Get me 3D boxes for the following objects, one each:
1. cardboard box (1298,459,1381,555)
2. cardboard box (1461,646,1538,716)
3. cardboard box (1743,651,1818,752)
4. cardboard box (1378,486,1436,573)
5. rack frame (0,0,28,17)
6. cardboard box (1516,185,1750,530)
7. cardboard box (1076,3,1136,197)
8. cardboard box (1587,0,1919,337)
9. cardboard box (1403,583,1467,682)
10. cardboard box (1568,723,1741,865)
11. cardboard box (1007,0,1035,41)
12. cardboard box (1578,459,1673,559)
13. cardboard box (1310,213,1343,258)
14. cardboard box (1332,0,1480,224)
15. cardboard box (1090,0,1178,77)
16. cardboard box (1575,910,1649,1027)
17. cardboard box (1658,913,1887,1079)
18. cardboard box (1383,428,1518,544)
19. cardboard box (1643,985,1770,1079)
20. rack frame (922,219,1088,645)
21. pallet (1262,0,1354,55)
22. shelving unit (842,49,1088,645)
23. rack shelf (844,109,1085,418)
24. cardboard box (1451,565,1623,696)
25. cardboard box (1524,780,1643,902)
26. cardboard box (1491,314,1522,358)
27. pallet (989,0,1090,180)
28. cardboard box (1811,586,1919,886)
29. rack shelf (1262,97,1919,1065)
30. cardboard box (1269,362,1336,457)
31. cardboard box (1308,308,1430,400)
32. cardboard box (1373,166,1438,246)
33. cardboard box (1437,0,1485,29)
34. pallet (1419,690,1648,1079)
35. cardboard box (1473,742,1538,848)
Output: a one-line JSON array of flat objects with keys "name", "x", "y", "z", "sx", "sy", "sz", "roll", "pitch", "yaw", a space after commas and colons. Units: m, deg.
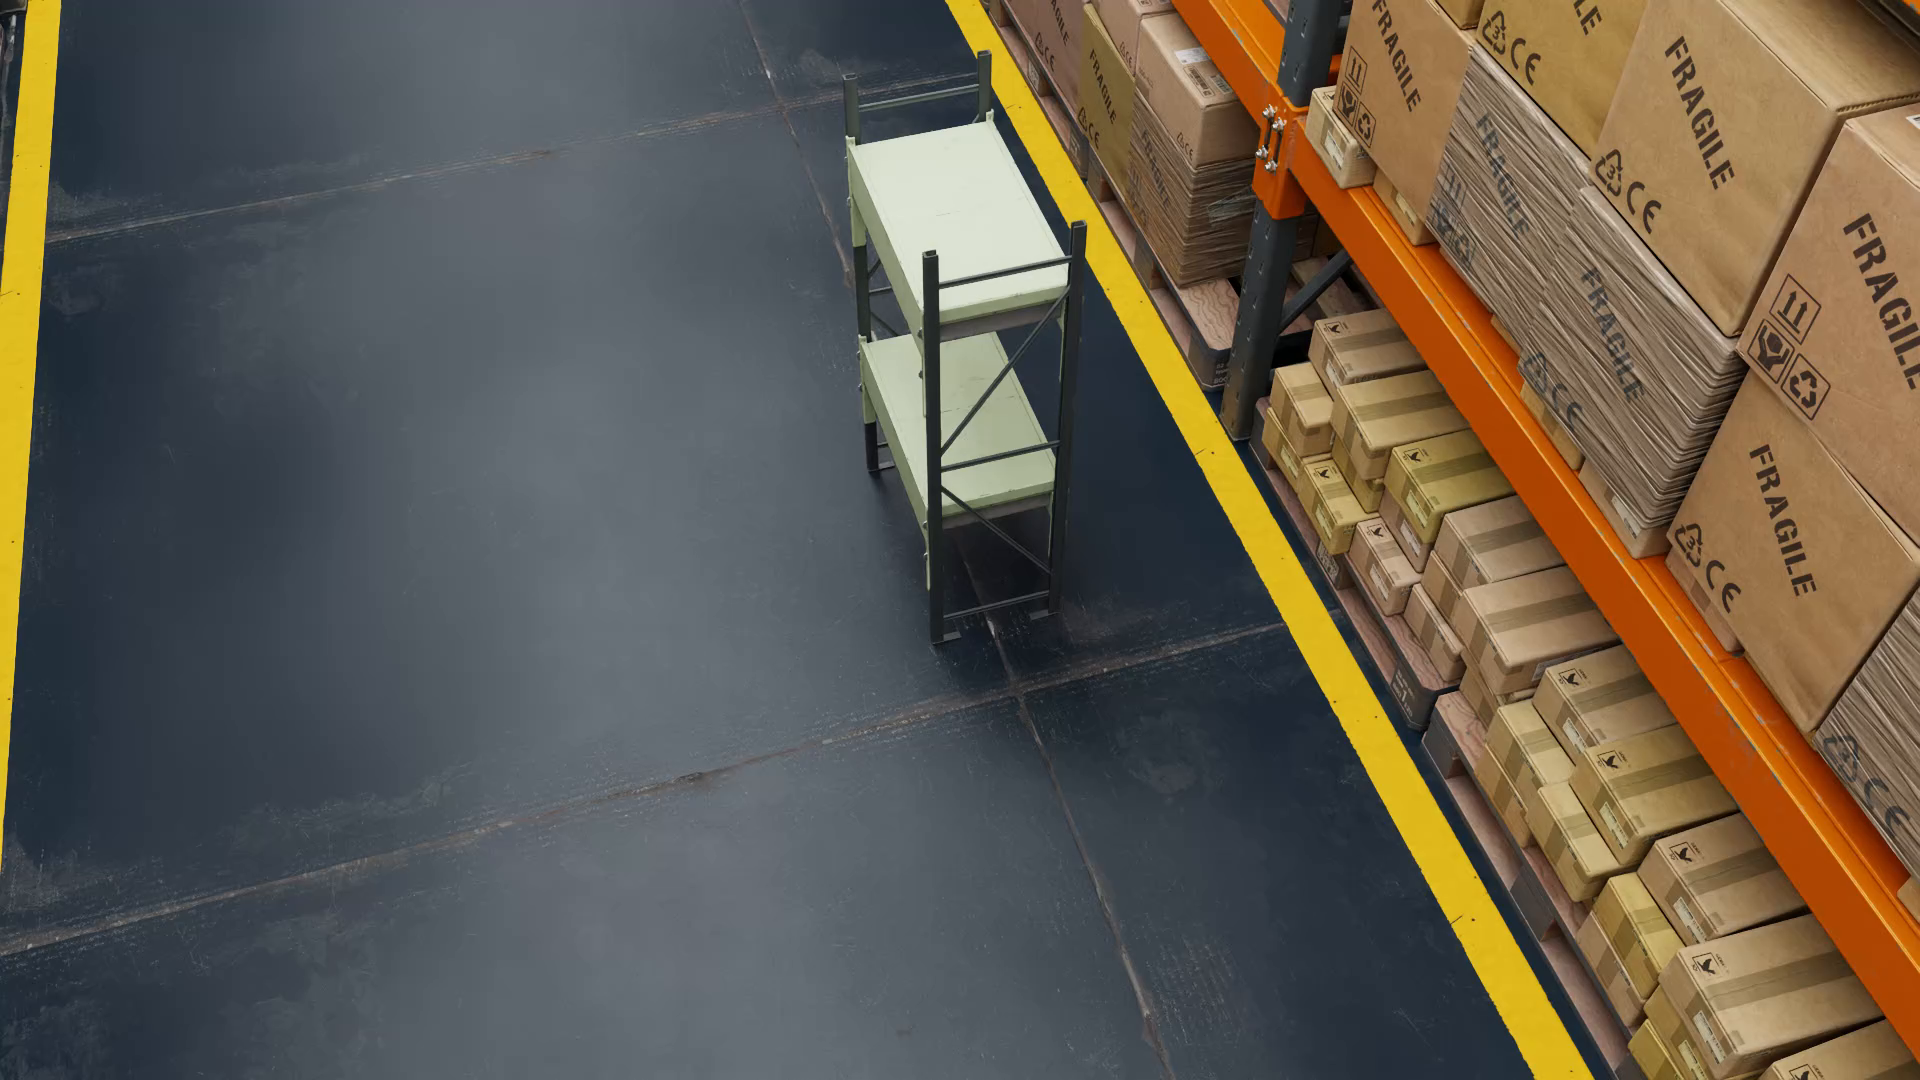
[{"name": "cardboard box", "x": 1.245, "y": -0.127, "z": 4.985, "sx": 0.380, "sy": 0.149, "sz": 0.250, "roll": -12, "pitch": 51, "yaw": -10}, {"name": "cardboard box", "x": 1.570, "y": 0.319, "z": 4.414, "sx": 0.380, "sy": 0.149, "sz": 0.250, "roll": -11, "pitch": 51, "yaw": -9}, {"name": "cardboard box", "x": 1.791, "y": 0.234, "z": 3.255, "sx": 0.380, "sy": 0.149, "sz": 0.250, "roll": -13, "pitch": 51, "yaw": -10}, {"name": "cardboard box", "x": 1.434, "y": -0.085, "z": 4.755, "sx": 0.380, "sy": 0.149, "sz": 0.250, "roll": -14, "pitch": 51, "yaw": -11}, {"name": "rack frame", "x": -4.516, "y": -3.172, "z": 5.962, "sx": 1.000, "sy": 3.000, "sz": 0.127, "roll": -13, "pitch": 51, "yaw": -11}, {"name": "cardboard box", "x": 1.539, "y": -0.417, "z": 3.380, "sx": 0.500, "sy": 0.500, "sz": 0.500, "roll": -14, "pitch": 51, "yaw": -12}, {"name": "cardboard box", "x": 0.755, "y": -1.632, "z": 6.024, "sx": 0.500, "sy": 0.500, "sz": 0.500, "roll": -14, "pitch": 51, "yaw": -12}, {"name": "cardboard box", "x": 1.554, "y": -0.759, "z": 3.014, "sx": 0.500, "sy": 0.500, "sz": 0.500, "roll": -13, "pitch": 51, "yaw": -10}, {"name": "cardboard box", "x": 1.491, "y": 0.217, "z": 4.695, "sx": 0.380, "sy": 0.149, "sz": 0.250, "roll": -14, "pitch": 51, "yaw": -12}, {"name": "cardboard box", "x": 1.707, "y": 0.594, "z": 3.988, "sx": 0.380, "sy": 0.149, "sz": 0.250, "roll": -13, "pitch": 51, "yaw": -11}, {"name": "cardboard box", "x": 0.457, "y": -2.380, "z": 6.655, "sx": 0.500, "sy": 0.500, "sz": 0.500, "roll": -14, "pitch": 51, "yaw": -12}, {"name": "cardboard box", "x": 1.573, "y": -0.131, "z": 3.563, "sx": 0.380, "sy": 0.149, "sz": 0.250, "roll": -11, "pitch": 51, "yaw": -9}, {"name": "cardboard box", "x": 1.401, "y": -1.373, "z": 5.806, "sx": 0.500, "sy": 0.500, "sz": 0.500, "roll": -12, "pitch": 51, "yaw": -10}, {"name": "cardboard box", "x": 1.271, "y": -1.153, "z": 4.000, "sx": 0.500, "sy": 0.500, "sz": 0.500, "roll": -14, "pitch": 51, "yaw": -12}, {"name": "cardboard box", "x": 0.765, "y": -1.880, "z": 5.743, "sx": 0.500, "sy": 0.250, "sz": 0.500, "roll": -11, "pitch": 51, "yaw": -9}, {"name": "cardboard box", "x": 1.743, "y": 0.993, "z": 4.041, "sx": 0.380, "sy": 0.149, "sz": 0.250, "roll": -12, "pitch": 51, "yaw": -10}, {"name": "cardboard box", "x": 1.784, "y": 0.996, "z": 3.649, "sx": 0.380, "sy": 0.149, "sz": 0.250, "roll": -12, "pitch": 51, "yaw": -10}, {"name": "cardboard box", "x": 1.416, "y": -0.165, "z": 4.628, "sx": 0.380, "sy": 0.149, "sz": 0.250, "roll": -14, "pitch": 51, "yaw": -11}, {"name": "cardboard box", "x": 1.799, "y": 1.090, "z": 3.765, "sx": 0.380, "sy": 0.149, "sz": 0.250, "roll": -13, "pitch": 51, "yaw": -10}, {"name": "rack frame", "x": 0.106, "y": -0.221, "z": 4.455, "sx": 0.400, "sy": 1.500, "sz": 0.023, "roll": -13, "pitch": 51, "yaw": -11}, {"name": "pallet", "x": 1.279, "y": -1.973, "z": 5.077, "sx": 1.003, "sy": 0.211, "sz": 1.213, "roll": -13, "pitch": 51, "yaw": -11}, {"name": "shelving unit", "x": -0.002, "y": -0.488, "z": 4.681, "sx": 0.431, "sy": 1.500, "sz": 0.755, "roll": -13, "pitch": 51, "yaw": -11}, {"name": "rack shelf", "x": -0.002, "y": -0.740, "z": 4.382, "sx": 0.431, "sy": 0.370, "sz": 0.720, "roll": -13, "pitch": 51, "yaw": -11}, {"name": "cardboard box", "x": 1.513, "y": 0.224, "z": 4.300, "sx": 0.380, "sy": 0.149, "sz": 0.250, "roll": -12, "pitch": 51, "yaw": -10}, {"name": "cardboard box", "x": 1.633, "y": 0.704, "z": 4.090, "sx": 0.380, "sy": 0.149, "sz": 0.250, "roll": -13, "pitch": 51, "yaw": -11}, {"name": "cardboard box", "x": 1.488, "y": -0.527, "z": 3.897, "sx": 0.380, "sy": 0.149, "sz": 0.250, "roll": -15, "pitch": 52, "yaw": -13}, {"name": "pallet", "x": 0.770, "y": -2.006, "z": 6.803, "sx": 1.003, "sy": 0.211, "sz": 1.213, "roll": -13, "pitch": 51, "yaw": -11}, {"name": "cardboard box", "x": 1.863, "y": 0.334, "z": 2.746, "sx": 0.500, "sy": 0.500, "sz": 0.500, "roll": -13, "pitch": 51, "yaw": -11}, {"name": "rack shelf", "x": 1.957, "y": 0.249, "z": 3.549, "sx": 1.077, "sy": 0.370, "sz": 4.000, "roll": -13, "pitch": 51, "yaw": -11}, {"name": "cardboard box", "x": 1.167, "y": -0.419, "z": 5.037, "sx": 0.380, "sy": 0.149, "sz": 0.250, "roll": -11, "pitch": 51, "yaw": -9}, {"name": "cardboard box", "x": 1.270, "y": -0.553, "z": 4.956, "sx": 0.380, "sy": 0.149, "sz": 0.250, "roll": -11, "pitch": 51, "yaw": -9}, {"name": "cardboard box", "x": 1.284, "y": -0.910, "z": 4.220, "sx": 0.380, "sy": 0.149, "sz": 0.250, "roll": -12, "pitch": 51, "yaw": -10}, {"name": "cardboard box", "x": 1.266, "y": -1.509, "z": 3.647, "sx": 0.500, "sy": 0.500, "sz": 0.500, "roll": -12, "pitch": 51, "yaw": -10}, {"name": "pallet", "x": 1.963, "y": 0.830, "z": 4.412, "sx": 1.003, "sy": 0.211, "sz": 1.213, "roll": -13, "pitch": 51, "yaw": -11}, {"name": "cardboard box", "x": 1.589, "y": 0.617, "z": 4.358, "sx": 0.380, "sy": 0.149, "sz": 0.250, "roll": -15, "pitch": 51, "yaw": -12}]
